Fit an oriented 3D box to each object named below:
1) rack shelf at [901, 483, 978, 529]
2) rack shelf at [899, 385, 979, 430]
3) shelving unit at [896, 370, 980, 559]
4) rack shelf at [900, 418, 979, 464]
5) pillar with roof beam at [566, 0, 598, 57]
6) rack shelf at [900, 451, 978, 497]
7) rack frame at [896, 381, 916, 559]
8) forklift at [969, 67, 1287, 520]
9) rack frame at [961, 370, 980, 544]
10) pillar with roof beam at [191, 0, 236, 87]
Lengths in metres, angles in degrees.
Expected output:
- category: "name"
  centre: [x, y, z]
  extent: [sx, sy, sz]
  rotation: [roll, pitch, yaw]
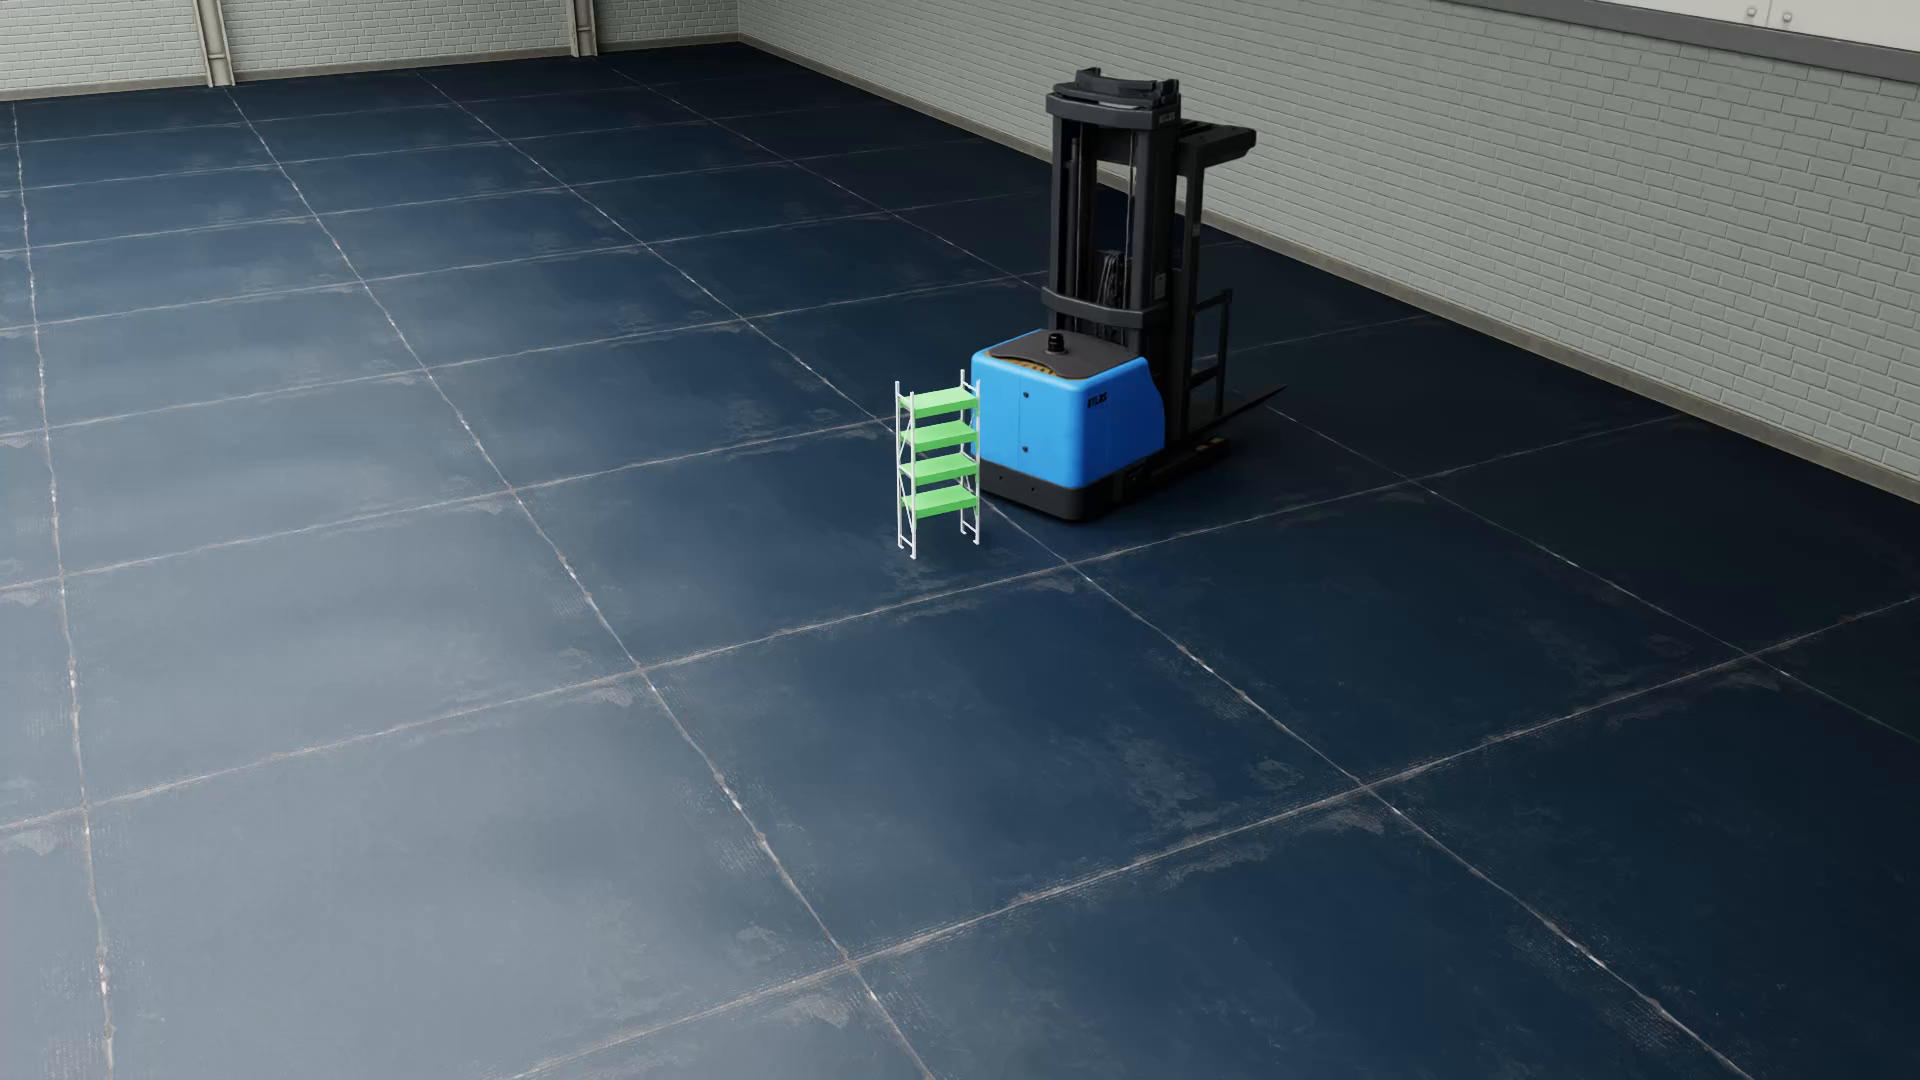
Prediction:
- category: "rack shelf"
  centre: [-0.146, -0.233, 11.354]
  extent: [0.480, 0.148, 0.258]
  rotation: [-13, 29, -25]
- category: "rack shelf"
  centre: [-0.146, -0.882, 11.042]
  extent: [0.480, 0.148, 0.258]
  rotation: [-13, 29, -25]
- category: "shelving unit"
  centre: [-0.146, -0.507, 11.222]
  extent: [0.503, 1.200, 0.258]
  rotation: [-13, 29, -25]
- category: "rack shelf"
  centre: [-0.146, -0.666, 11.146]
  extent: [0.480, 0.148, 0.258]
  rotation: [-13, 29, -25]
- category: "pillar with roof beam"
  centre: [-4.624, -11.000, 24.067]
  extent: [0.400, 9.000, 9.100]
  rotation: [-13, 29, -25]
- category: "rack shelf"
  centre: [-0.146, -0.450, 11.250]
  extent: [0.480, 0.148, 0.258]
  rotation: [-13, 29, -25]
- category: "rack frame"
  centre: [-0.361, -0.457, 11.119]
  extent: [0.015, 1.200, 0.240]
  rotation: [-13, 29, -25]
- category: "forklift"
  centre: [1.430, -2.014, 12.361]
  extent: [1.130, 2.935, 3.031]
  rotation: [21, 33, 37]
- category: "rack frame"
  centre: [0.069, -0.557, 11.326]
  extent: [0.015, 1.200, 0.240]
  rotation: [-13, 29, -25]
- category: "pillar with roof beam"
  centre: [-9.918, -9.778, 21.521]
  extent: [0.400, 9.000, 9.100]
  rotation: [-13, 29, -25]
